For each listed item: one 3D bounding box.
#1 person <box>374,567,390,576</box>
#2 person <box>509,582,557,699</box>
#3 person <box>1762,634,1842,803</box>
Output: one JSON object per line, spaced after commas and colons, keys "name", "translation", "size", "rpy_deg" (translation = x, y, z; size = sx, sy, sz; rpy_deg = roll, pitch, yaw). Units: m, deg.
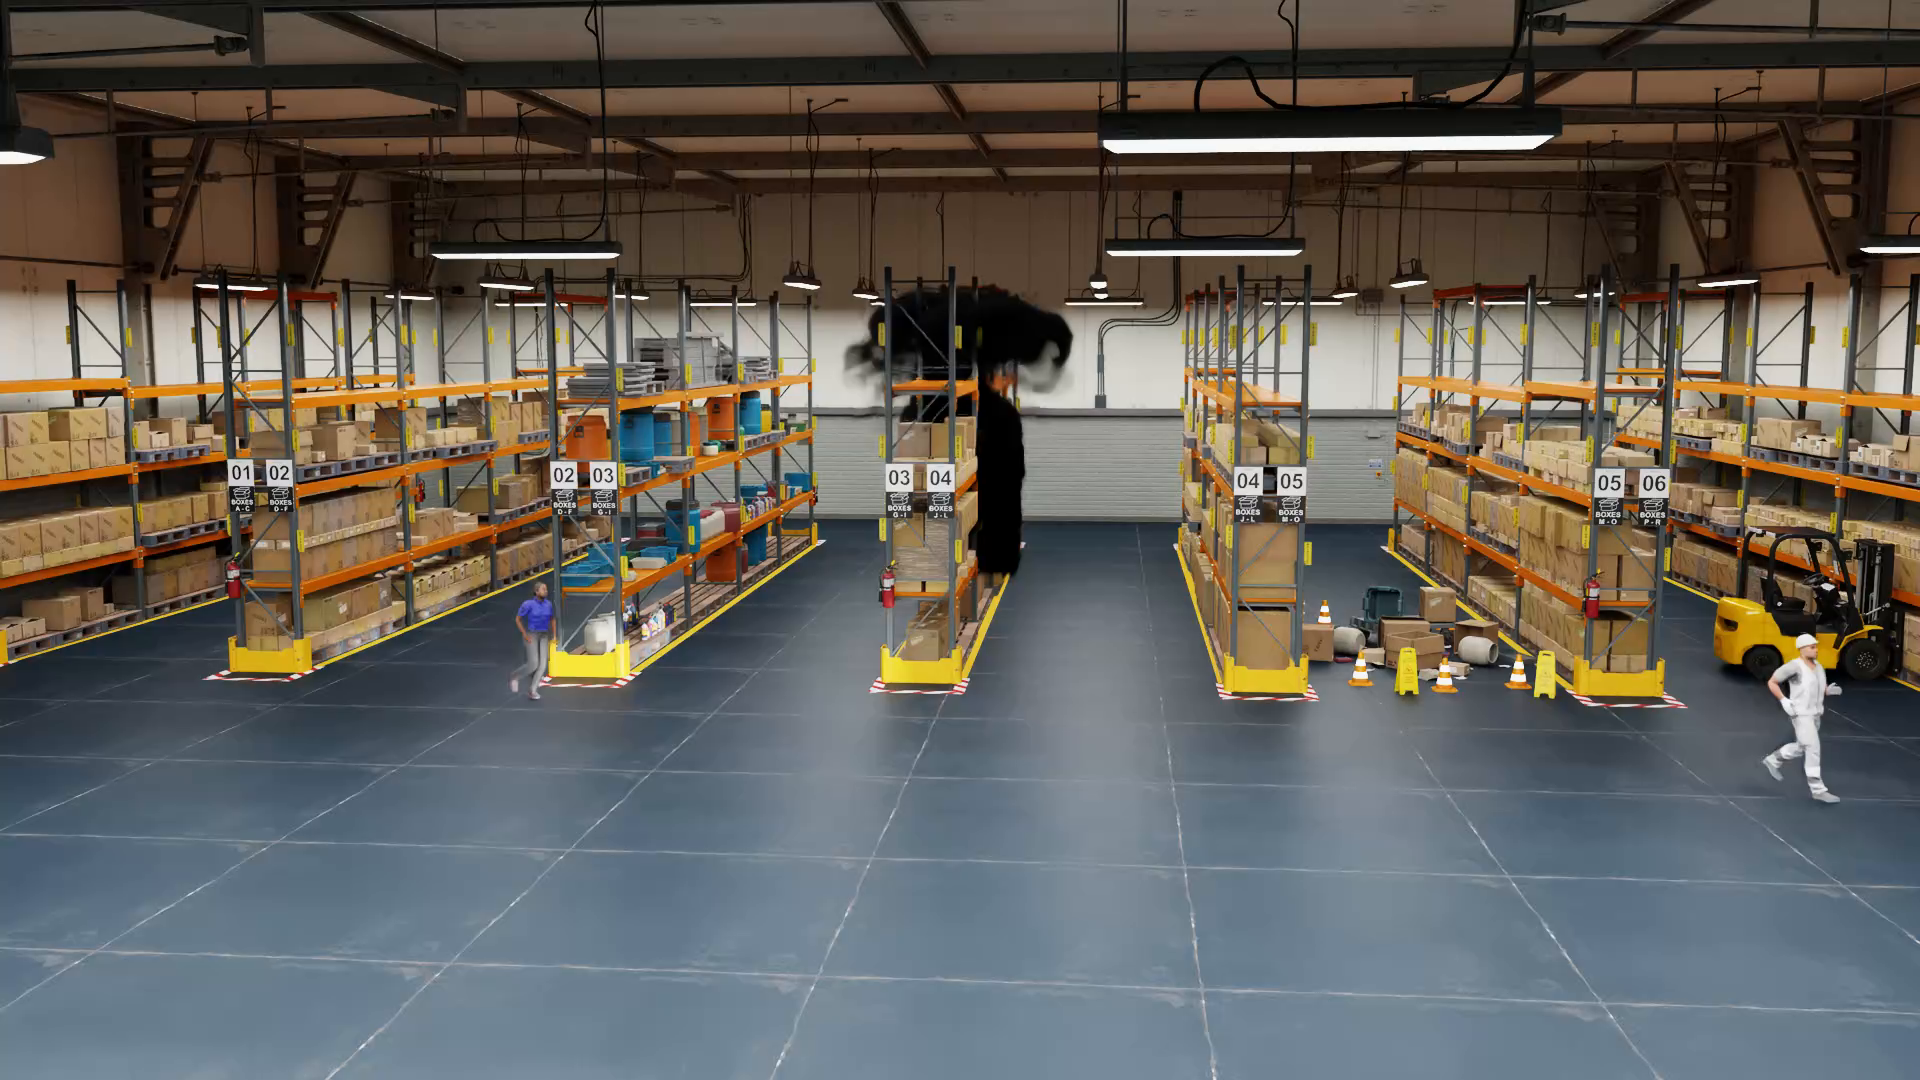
{"name": "person", "translation": [-12.074, 0.034, 34.389], "size": [0.618, 1.629, 0.742], "rpy_deg": [1, 7, 6]}
{"name": "person", "translation": [-5.952, 1.385, 23.324], "size": [0.563, 1.599, 0.650], "rpy_deg": [6, 9, 39]}
{"name": "person", "translation": [9.208, 1.901, 18.141], "size": [0.663, 1.767, 0.998], "rpy_deg": [-4, 8, -30]}
